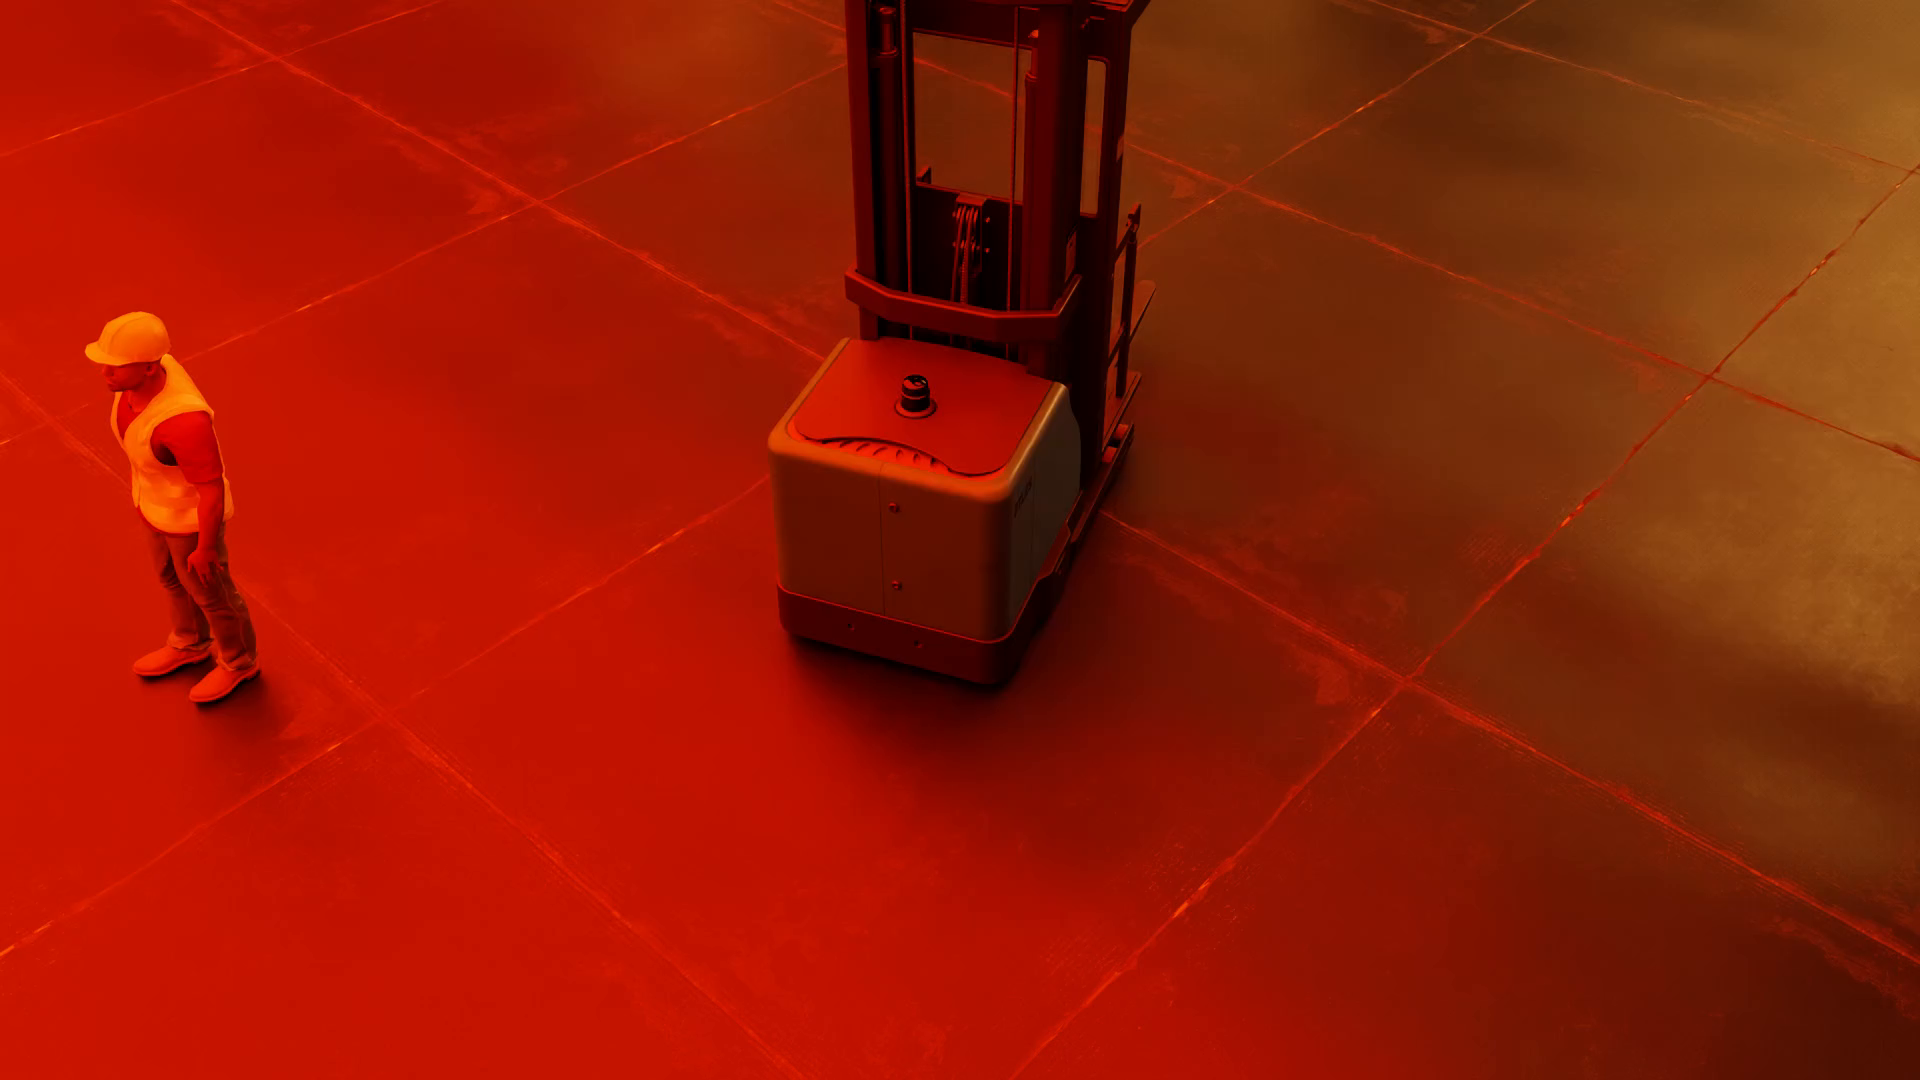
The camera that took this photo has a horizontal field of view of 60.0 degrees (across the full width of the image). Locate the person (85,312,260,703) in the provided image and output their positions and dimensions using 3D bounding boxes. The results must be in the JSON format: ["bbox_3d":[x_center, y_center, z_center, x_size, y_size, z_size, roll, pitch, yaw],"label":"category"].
[{"bbox_3d":[-3.077,-0.091,6.418,0.577,1.765,0.665,-30,49,-30],"label":"person"}]

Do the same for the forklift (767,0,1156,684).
[{"bbox_3d":[0.211,-1.484,7.158,1.130,2.935,3.031,14,42,15],"label":"forklift"}]
